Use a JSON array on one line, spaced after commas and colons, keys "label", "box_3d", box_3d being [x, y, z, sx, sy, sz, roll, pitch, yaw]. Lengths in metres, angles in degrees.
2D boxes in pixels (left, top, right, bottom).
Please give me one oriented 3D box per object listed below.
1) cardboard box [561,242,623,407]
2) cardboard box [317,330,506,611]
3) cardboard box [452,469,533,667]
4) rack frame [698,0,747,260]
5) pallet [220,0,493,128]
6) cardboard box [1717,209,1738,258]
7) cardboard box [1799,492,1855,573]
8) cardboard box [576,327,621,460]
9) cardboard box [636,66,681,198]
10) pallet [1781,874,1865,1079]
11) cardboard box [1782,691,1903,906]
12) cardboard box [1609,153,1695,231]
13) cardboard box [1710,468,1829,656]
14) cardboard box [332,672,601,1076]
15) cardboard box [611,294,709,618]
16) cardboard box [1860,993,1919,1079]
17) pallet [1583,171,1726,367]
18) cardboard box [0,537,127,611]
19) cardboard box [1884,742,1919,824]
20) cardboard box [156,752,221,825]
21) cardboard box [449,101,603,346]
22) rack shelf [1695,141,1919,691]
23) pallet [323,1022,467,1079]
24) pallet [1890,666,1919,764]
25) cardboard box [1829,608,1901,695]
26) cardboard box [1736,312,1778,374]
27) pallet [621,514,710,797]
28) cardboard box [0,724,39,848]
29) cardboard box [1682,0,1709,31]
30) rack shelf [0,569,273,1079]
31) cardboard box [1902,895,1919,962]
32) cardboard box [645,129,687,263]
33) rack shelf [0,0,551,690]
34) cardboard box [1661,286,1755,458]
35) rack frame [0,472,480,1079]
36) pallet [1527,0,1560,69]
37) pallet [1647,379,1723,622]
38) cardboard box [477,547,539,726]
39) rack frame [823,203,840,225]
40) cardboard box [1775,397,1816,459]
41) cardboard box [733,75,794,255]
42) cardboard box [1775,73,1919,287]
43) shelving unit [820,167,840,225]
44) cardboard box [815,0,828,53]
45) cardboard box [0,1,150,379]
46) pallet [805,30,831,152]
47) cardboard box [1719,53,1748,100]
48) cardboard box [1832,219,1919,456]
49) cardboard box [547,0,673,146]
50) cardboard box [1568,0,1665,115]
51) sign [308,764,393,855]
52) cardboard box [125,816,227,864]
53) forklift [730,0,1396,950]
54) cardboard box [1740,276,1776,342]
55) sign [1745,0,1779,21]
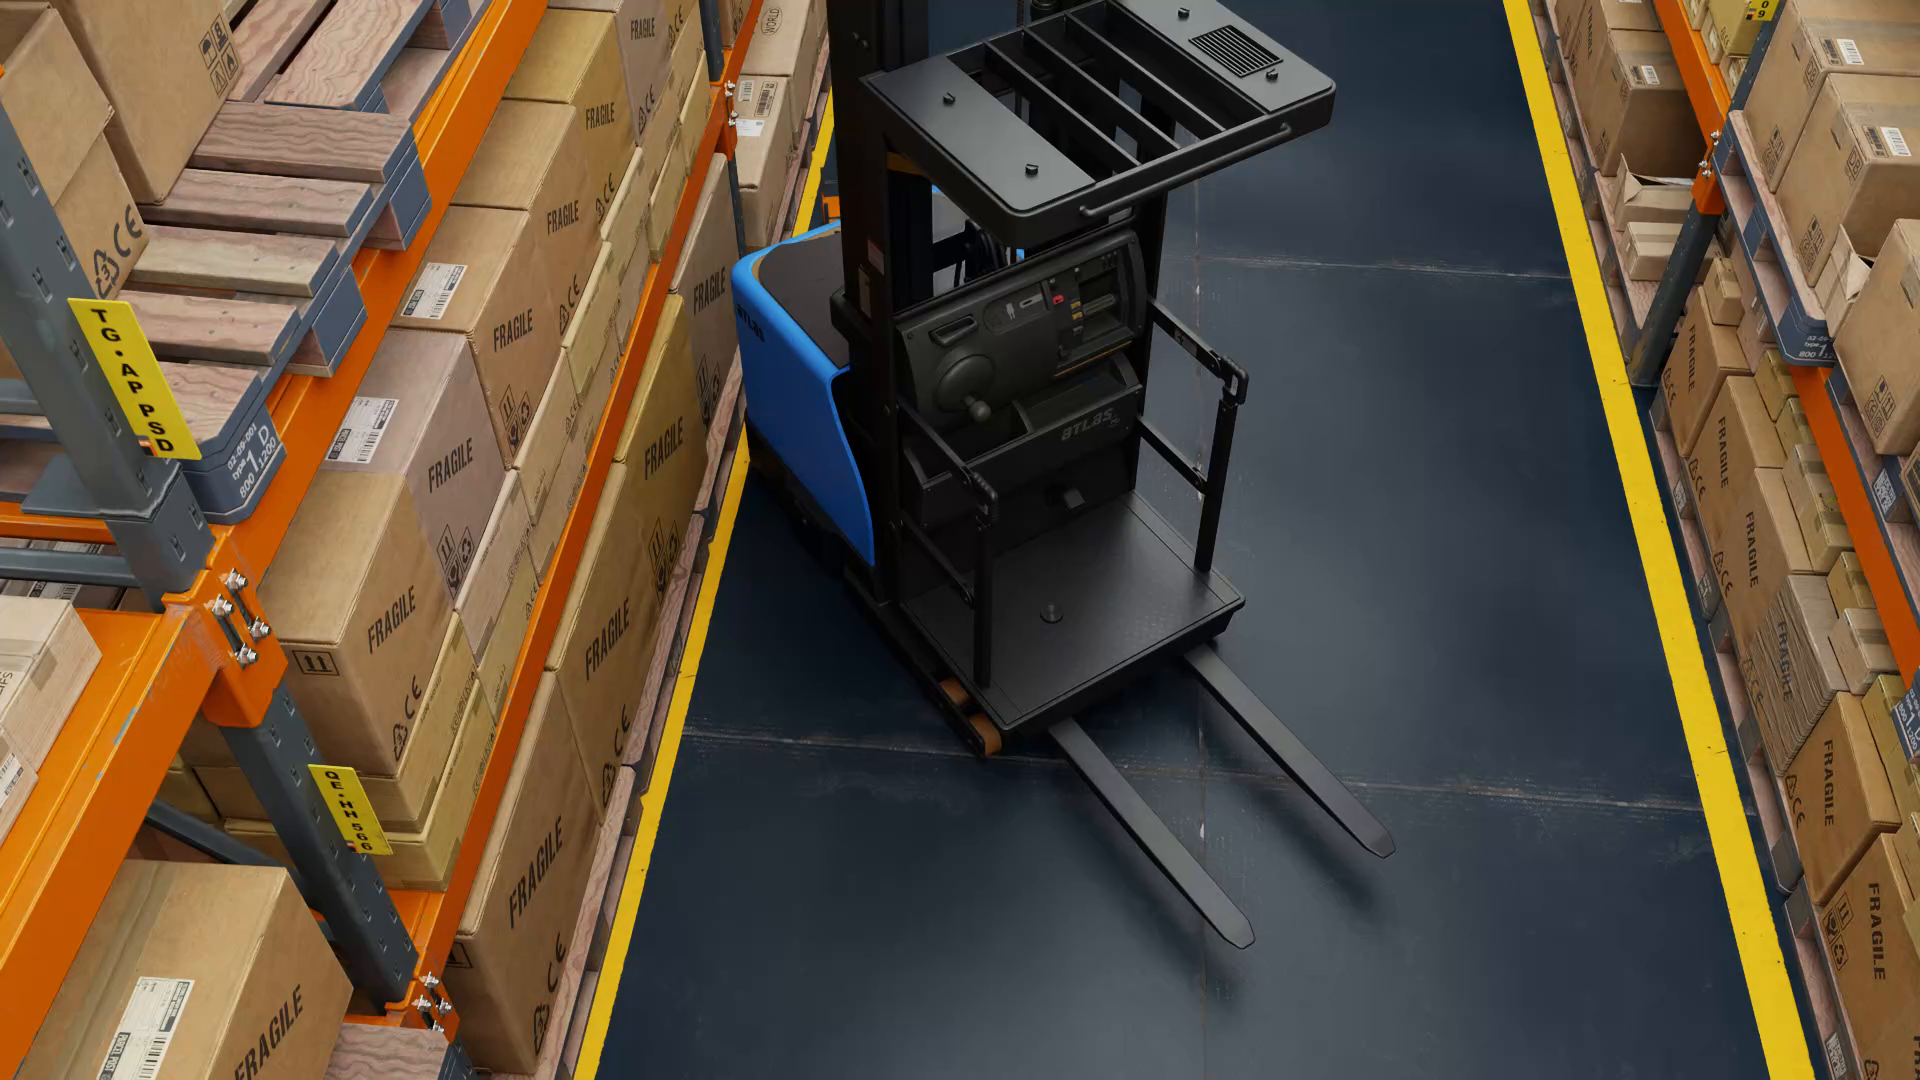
[{"label": "cardboard box", "box_3d": [-1.364, -0.687, 5.134, 0.500, 0.250, 0.500, 5, 48, 4]}, {"label": "cardboard box", "box_3d": [-1.497, -0.178, 4.161, 0.500, 0.500, 0.500, 4, 48, 4]}, {"label": "cardboard box", "box_3d": [-1.481, 0.050, 4.460, 0.500, 0.250, 0.500, 5, 48, 4]}, {"label": "rack frame", "box_3d": [-1.456, -2.035, 6.605, 1.000, 3.000, 0.127, 4, 48, 4]}, {"label": "pallet", "box_3d": [-1.716, -1.343, 4.067, 1.003, 0.211, 1.213, 6, 48, 5]}, {"label": "cardboard box", "box_3d": [3.782, -1.408, 7.569, 0.500, 0.311, 0.500, 5, 48, 5]}, {"label": "cardboard box", "box_3d": [3.133, -0.012, 5.724, 0.380, 0.149, 0.250, 5, 48, 5]}, {"label": "cardboard box", "box_3d": [-1.402, -0.515, 5.315, 0.500, 0.250, 0.500, 4, 48, 4]}, {"label": "cardboard box", "box_3d": [-1.293, -1.445, 5.828, 0.500, 0.250, 0.500, 5, 48, 4]}, {"label": "pallet", "box_3d": [3.228, 1.630, 5.142, 1.003, 0.211, 1.213, 4, 48, 4]}, {"label": "cardboard box", "box_3d": [3.048, 0.860, 5.366, 0.500, 0.500, 0.500, 6, 48, 5]}, {"label": "cardboard box", "box_3d": [3.278, -1.615, 7.788, 0.396, 0.266, 0.258, 5, 48, 5]}, {"label": "cardboard box", "box_3d": [3.130, 0.096, 6.064, 0.500, 0.500, 0.500, 3, 48, 2]}, {"label": "cardboard box", "box_3d": [-1.675, 0.977, 5.004, 0.875, 0.875, 0.875, 3, 48, 3]}, {"label": "cardboard box", "box_3d": [-1.508, -0.335, 6.205, 0.875, 0.875, 0.875, 5, 48, 5]}, {"label": "cardboard box", "box_3d": [2.947, 1.612, 4.678, 0.500, 0.500, 0.500, 5, 48, 5]}, {"label": "pallet", "box_3d": [3.550, -1.268, 7.792, 1.003, 0.211, 1.213, 4, 48, 4]}, {"label": "cardboard box", "box_3d": [-2.034, 0.135, 3.874, 0.500, 0.500, 0.500, 3, 48, 2]}, {"label": "cardboard box", "box_3d": [3.046, 0.754, 5.023, 0.380, 0.149, 0.250, 5, 48, 5]}, {"label": "cardboard box", "box_3d": [-2.030, 0.413, 4.128, 0.500, 0.250, 0.500, 4, 48, 3]}, {"label": "cardboard box", "box_3d": [-1.385, -0.928, 4.847, 0.500, 0.500, 0.500, 5, 48, 4]}, {"label": "rack shelf", "box_3d": [3.305, 0.008, 5.223, 1.077, 0.370, 4.000, 4, 48, 4]}, {"label": "pallet", "box_3d": [-1.780, 1.500, 3.502, 1.213, 0.211, 1.003, 4, 48, 4]}, {"label": "pallet", "box_3d": [3.114, 0.797, 4.144, 1.213, 0.211, 1.003, 4, 48, 4]}, {"label": "cardboard box", "box_3d": [3.064, 0.366, 5.379, 0.380, 0.149, 0.250, 2, 48, 2]}, {"label": "cardboard box", "box_3d": [3.241, -0.767, 6.414, 0.380, 0.149, 0.250, 3, 48, 2]}, {"label": "pallet", "box_3d": [-1.560, 0.377, 6.288, 1.003, 0.211, 1.213, 4, 48, 4]}, {"label": "cardboard box", "box_3d": [-1.655, 0.405, 2.510, 0.380, 0.149, 0.250, 4, 48, 4]}, {"label": "cardboard box", "box_3d": [3.266, -2.256, 6.977, 0.380, 0.149, 0.250, 5, 48, 5]}, {"label": "rack shelf", "box_3d": [-2.003, 1.604, 1.731, 1.077, 0.370, 4.000, 4, 48, 4]}, {"label": "cardboard box", "box_3d": [2.909, 1.135, 4.674, 0.380, 0.149, 0.250, 2, 48, 2]}, {"label": "cardboard box", "box_3d": [-1.294, -1.264, 6.001, 0.500, 0.250, 0.500, 3, 48, 3]}, {"label": "rack shelf", "box_3d": [-1.639, -1.335, 4.419, 1.077, 0.370, 4.000, 4, 48, 4]}, {"label": "cardboard box", "box_3d": [3.219, -0.662, 6.758, 0.500, 0.500, 0.500, 6, 48, 5]}, {"label": "rack frame", "box_3d": [-1.821, 0.904, 3.916, 1.000, 3.000, 0.127, 4, 48, 4]}, {"label": "pallet", "box_3d": [3.773, -3.061, 9.432, 1.003, 0.211, 1.213, 4, 48, 4]}, {"label": "pallet", "box_3d": [3.450, -0.163, 6.782, 1.003, 0.211, 1.213, 4, 48, 4]}, {"label": "cardboard box", "box_3d": [-1.497, 0.233, 4.631, 0.500, 0.250, 0.500, 3, 48, 2]}, {"label": "rack frame", "box_3d": [-0.440, -0.983, 6.963, 0.200, 1.050, 0.008, -5, 48, -4]}, {"label": "cardboard box", "box_3d": [3.218, -0.375, 6.056, 0.380, 0.149, 0.250, 3, 48, 3]}, {"label": "cardboard box", "box_3d": [-1.292, -1.766, 7.811, 0.875, 0.438, 0.875, 3, 48, 3]}, {"label": "cardboard box", "box_3d": [3.173, -1.159, 5.451, 0.700, 0.500, 0.500, 4, 48, 4]}, {"label": "shelving unit", "box_3d": [-0.454, -1.072, 7.045, 0.215, 1.050, 0.252, -5, 48, -4]}, {"label": "cardboard box", "box_3d": [-1.128, -3.087, 9.018, 0.875, 0.438, 0.875, 5, 48, 5]}, {"label": "cardboard box", "box_3d": [-1.937, -0.572, 2.879, 0.797, 0.503, 0.637, 1, 48, 1]}, {"label": "pallet", "box_3d": [-1.201, -2.547, 8.962, 1.003, 0.211, 1.213, 4, 48, 4]}, {"label": "cardboard box", "box_3d": [3.264, -1.871, 6.624, 0.380, 0.149, 0.250, 4, 48, 4]}, {"label": "cardboard box", "box_3d": [3.101, -0.582, 4.923, 0.700, 0.500, 0.500, 4, 48, 3]}, {"label": "cardboard box", "box_3d": [-1.287, -1.681, 5.535, 0.500, 0.500, 0.500, 5, 48, 4]}, {"label": "cardboard box", "box_3d": [3.437, -2.491, 8.431, 0.500, 0.500, 0.500, 5, 48, 4]}, {"label": "sign", "box_3d": [-1.280, 0.570, 3.491, 0.100, 0.325, 0.005, 4, 48, 4]}, {"label": "cardboard box", "box_3d": [-2.033, 0.566, 4.328, 0.500, 0.250, 0.500, 2, 48, 2]}, {"label": "forklift", "box_3d": [0.342, -0.605, 5.343, 1.130, 2.935, 3.031, -26, 53, -22]}, {"label": "cardboard box", "box_3d": [3.213, -0.882, 6.318, 0.380, 0.149, 0.250, 2, 48, 2]}, {"label": "sign", "box_3d": [2.946, -2.027, 6.011, 0.100, 0.325, 0.005, 4, 48, 4]}]
